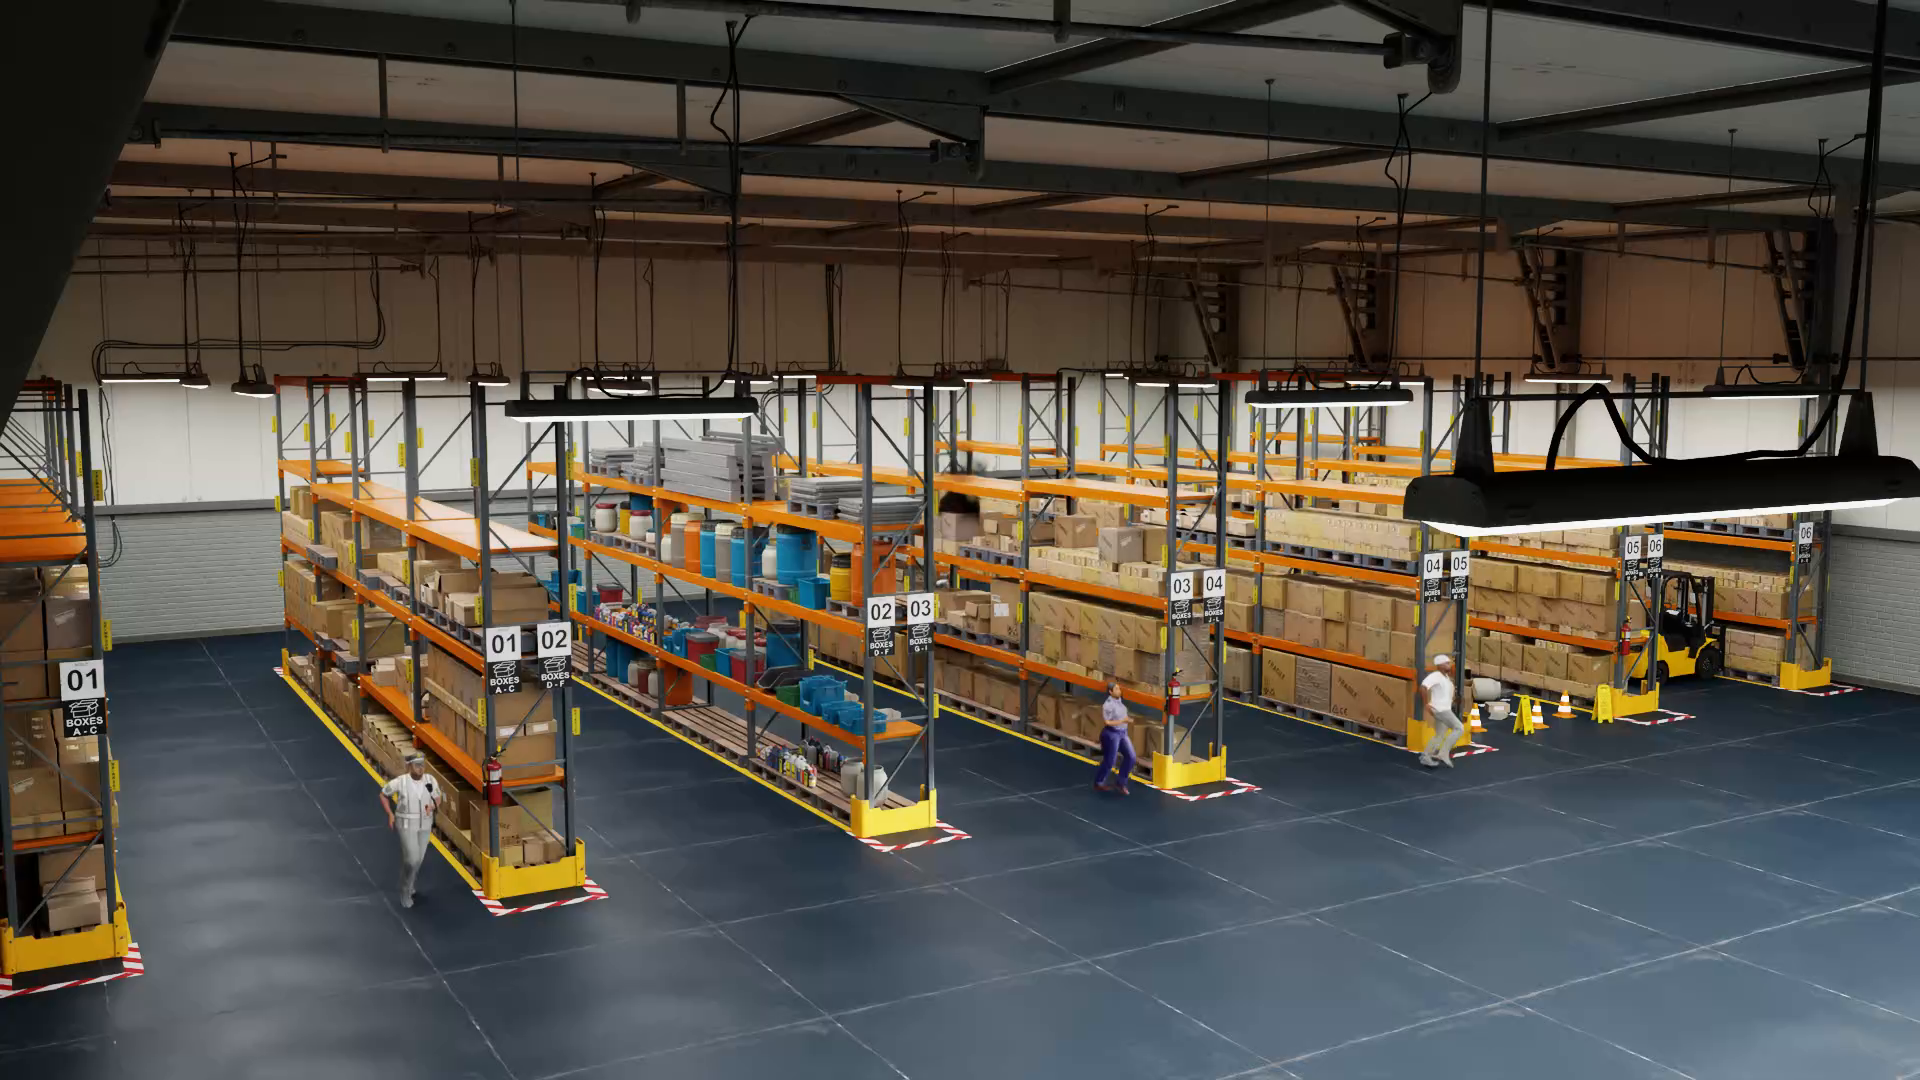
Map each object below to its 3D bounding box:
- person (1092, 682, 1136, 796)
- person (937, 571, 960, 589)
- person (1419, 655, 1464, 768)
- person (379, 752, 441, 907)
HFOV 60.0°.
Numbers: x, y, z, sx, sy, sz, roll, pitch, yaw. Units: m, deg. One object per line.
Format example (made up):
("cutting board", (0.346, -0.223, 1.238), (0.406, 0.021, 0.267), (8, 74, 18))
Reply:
("person", (2.254, 2.893, 24.095), (0.680, 1.695, 0.582), (5, 8, 36))
("person", (-0.287, 1.431, 37.662), (0.526, 1.523, 0.821), (-5, 8, -37))
("person", (7.508, 2.637, 25.806), (0.666, 1.699, 0.718), (3, 7, 24))
("person", (-6.368, 3.362, 19.417), (0.642, 1.820, 0.711), (-6, 8, -42))
